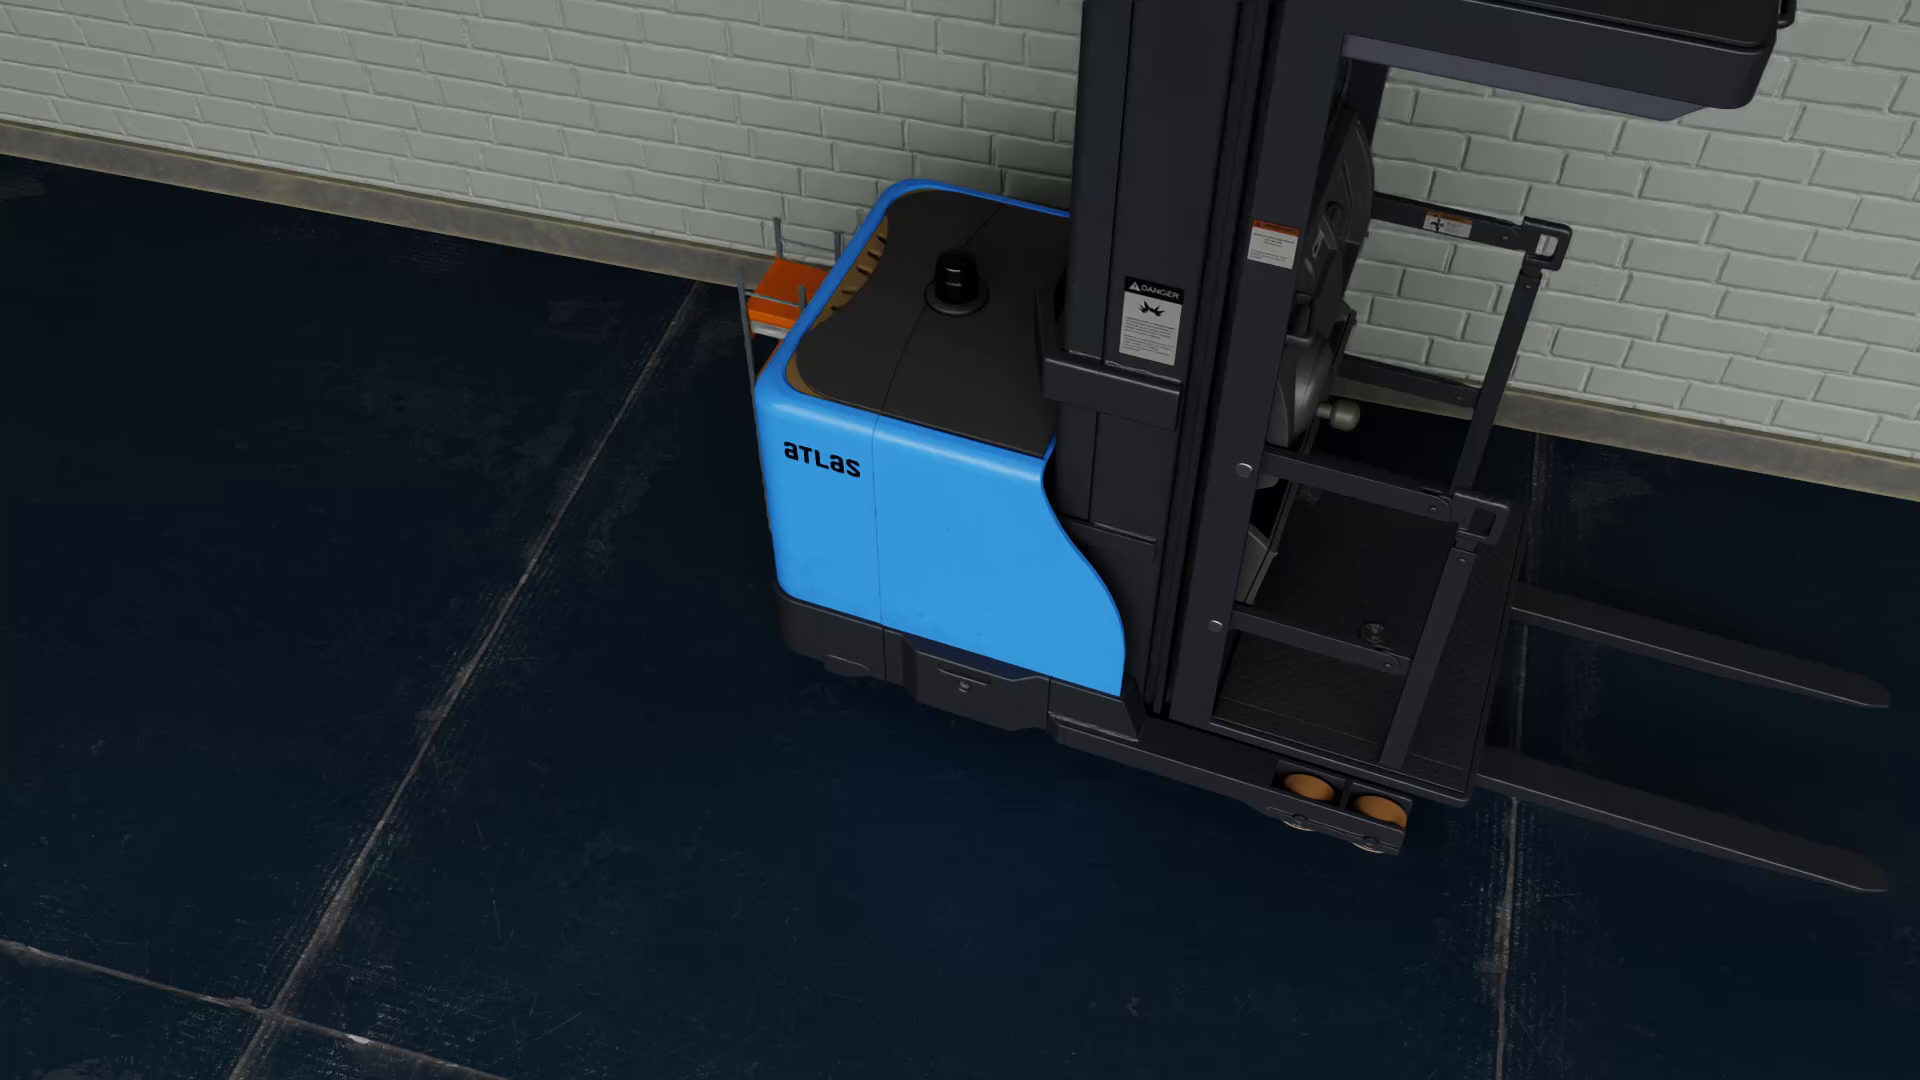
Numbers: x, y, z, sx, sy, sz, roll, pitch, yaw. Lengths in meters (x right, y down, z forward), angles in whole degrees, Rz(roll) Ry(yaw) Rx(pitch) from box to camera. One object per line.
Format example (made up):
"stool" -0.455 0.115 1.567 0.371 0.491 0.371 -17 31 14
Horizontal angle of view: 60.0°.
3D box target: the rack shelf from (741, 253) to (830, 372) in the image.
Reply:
"rack shelf" -0.469 -0.623 4.735 0.215 0.259 0.240 15 50 13

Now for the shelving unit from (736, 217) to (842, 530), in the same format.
"shelving unit" -0.469 -0.442 4.940 0.215 1.050 0.252 15 50 13

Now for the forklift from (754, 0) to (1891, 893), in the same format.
"forklift" 1.034 -0.579 3.806 3.031 2.935 1.130 16 51 14

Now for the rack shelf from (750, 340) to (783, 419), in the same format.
"rack shelf" -0.469 -0.435 4.948 0.215 0.259 0.240 15 50 13

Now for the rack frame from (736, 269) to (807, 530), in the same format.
"rack frame" -0.511 -0.356 4.864 0.200 1.050 0.008 15 50 13

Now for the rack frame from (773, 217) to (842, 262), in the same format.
"rack frame" -0.427 -0.528 5.016 0.200 1.050 0.008 15 50 13

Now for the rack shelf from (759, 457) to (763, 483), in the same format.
"rack shelf" -0.469 -0.251 5.156 0.215 0.259 0.240 15 50 13
